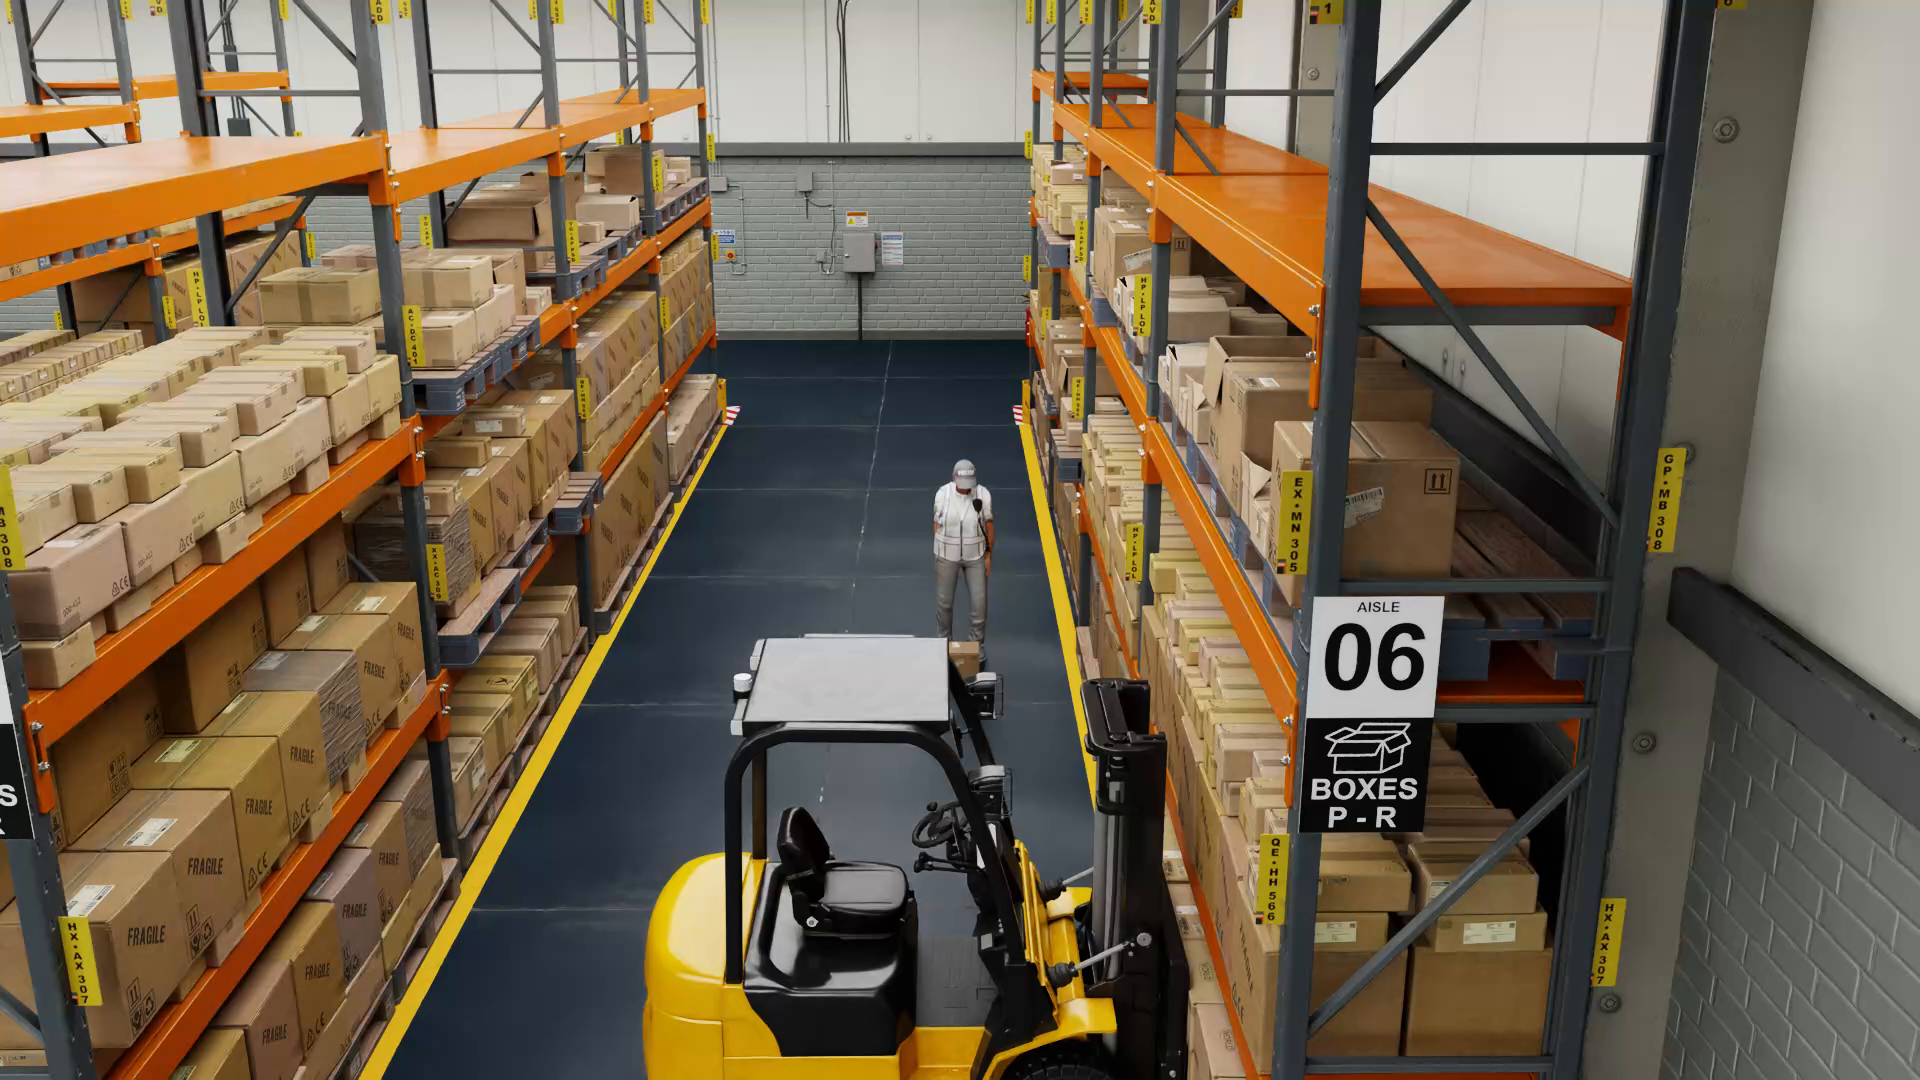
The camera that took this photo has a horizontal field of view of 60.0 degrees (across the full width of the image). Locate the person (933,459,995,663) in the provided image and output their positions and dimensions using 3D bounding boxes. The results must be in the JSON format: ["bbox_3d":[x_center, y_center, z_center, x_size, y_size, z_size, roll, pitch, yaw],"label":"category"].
[{"bbox_3d":[0.032,0.155,13.098,0.480,1.649,0.418,0,17,-1],"label":"person"}]
